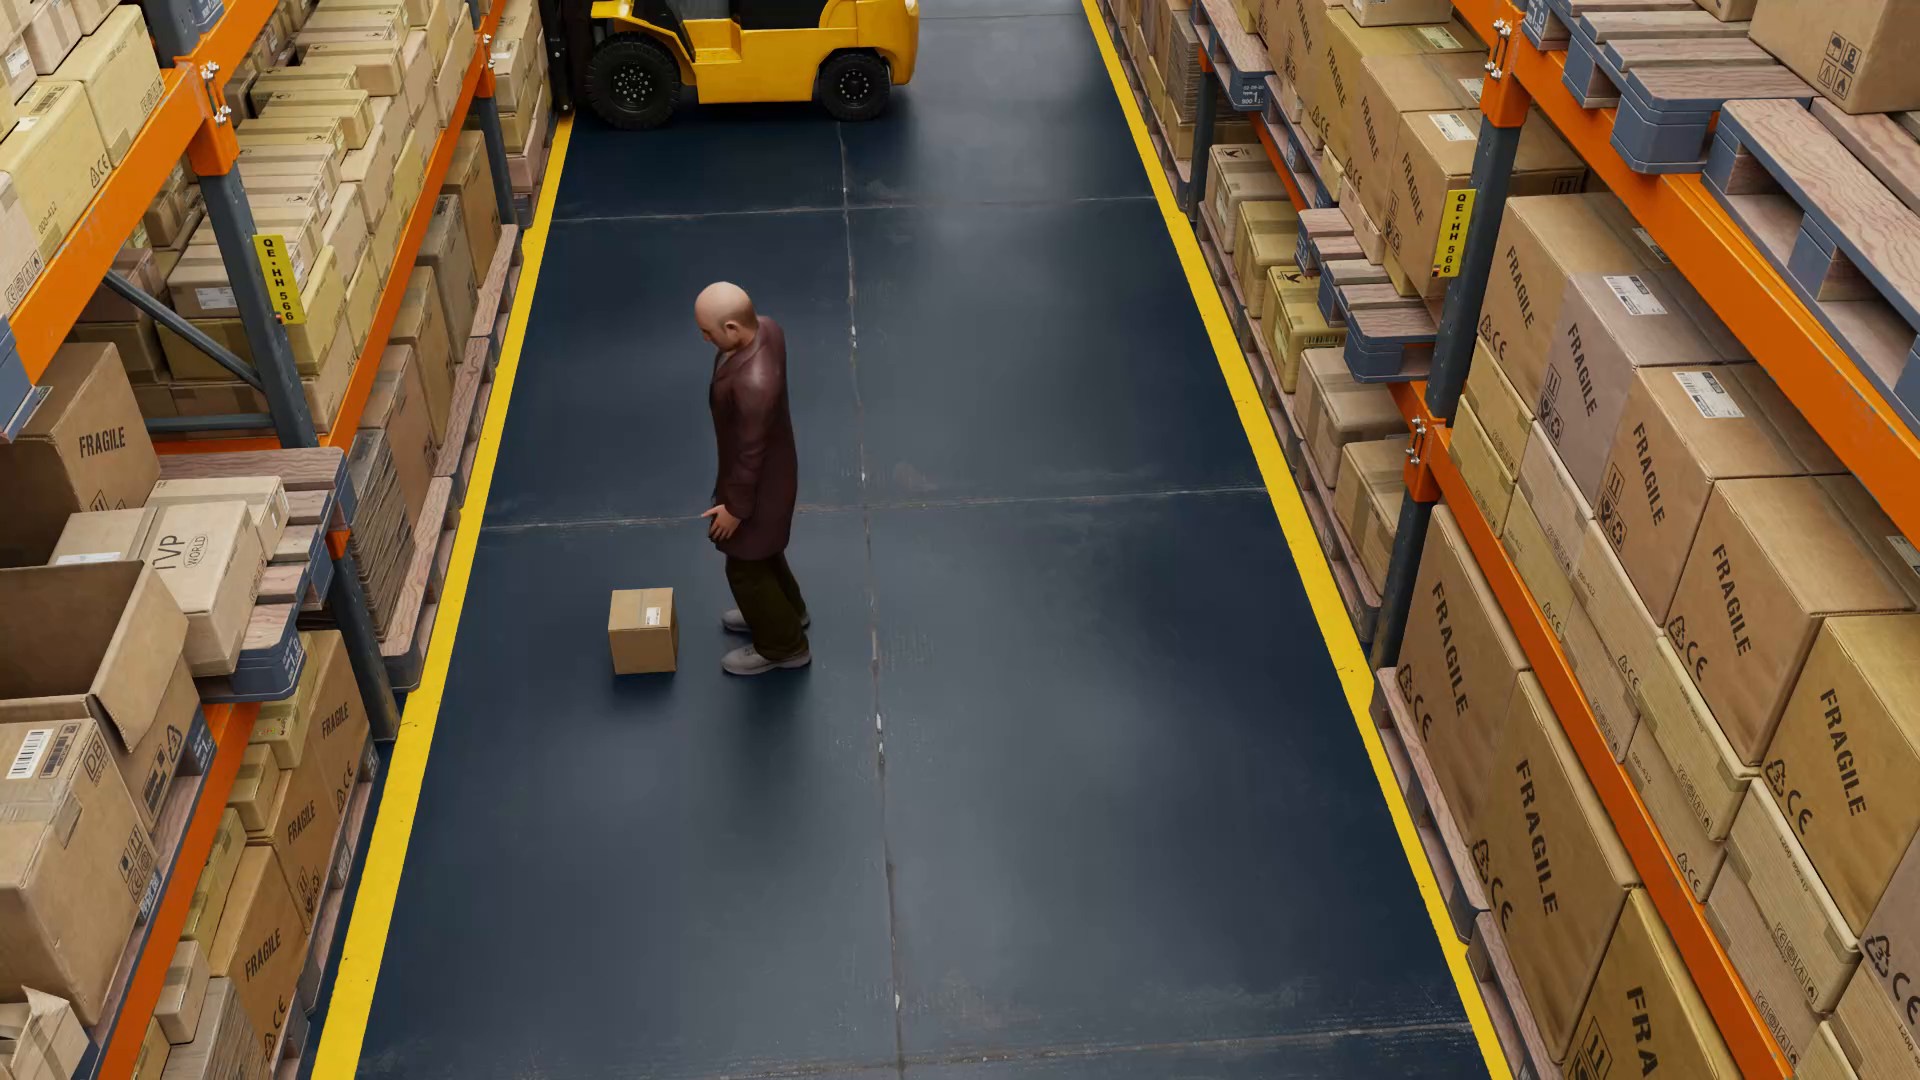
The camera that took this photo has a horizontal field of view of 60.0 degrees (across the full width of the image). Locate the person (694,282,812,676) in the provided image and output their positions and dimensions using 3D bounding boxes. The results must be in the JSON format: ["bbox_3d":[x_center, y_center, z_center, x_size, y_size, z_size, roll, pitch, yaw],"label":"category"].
[{"bbox_3d":[-0.817,-0.223,6.469,0.386,1.756,0.572,-2,39,-3],"label":"person"}]
